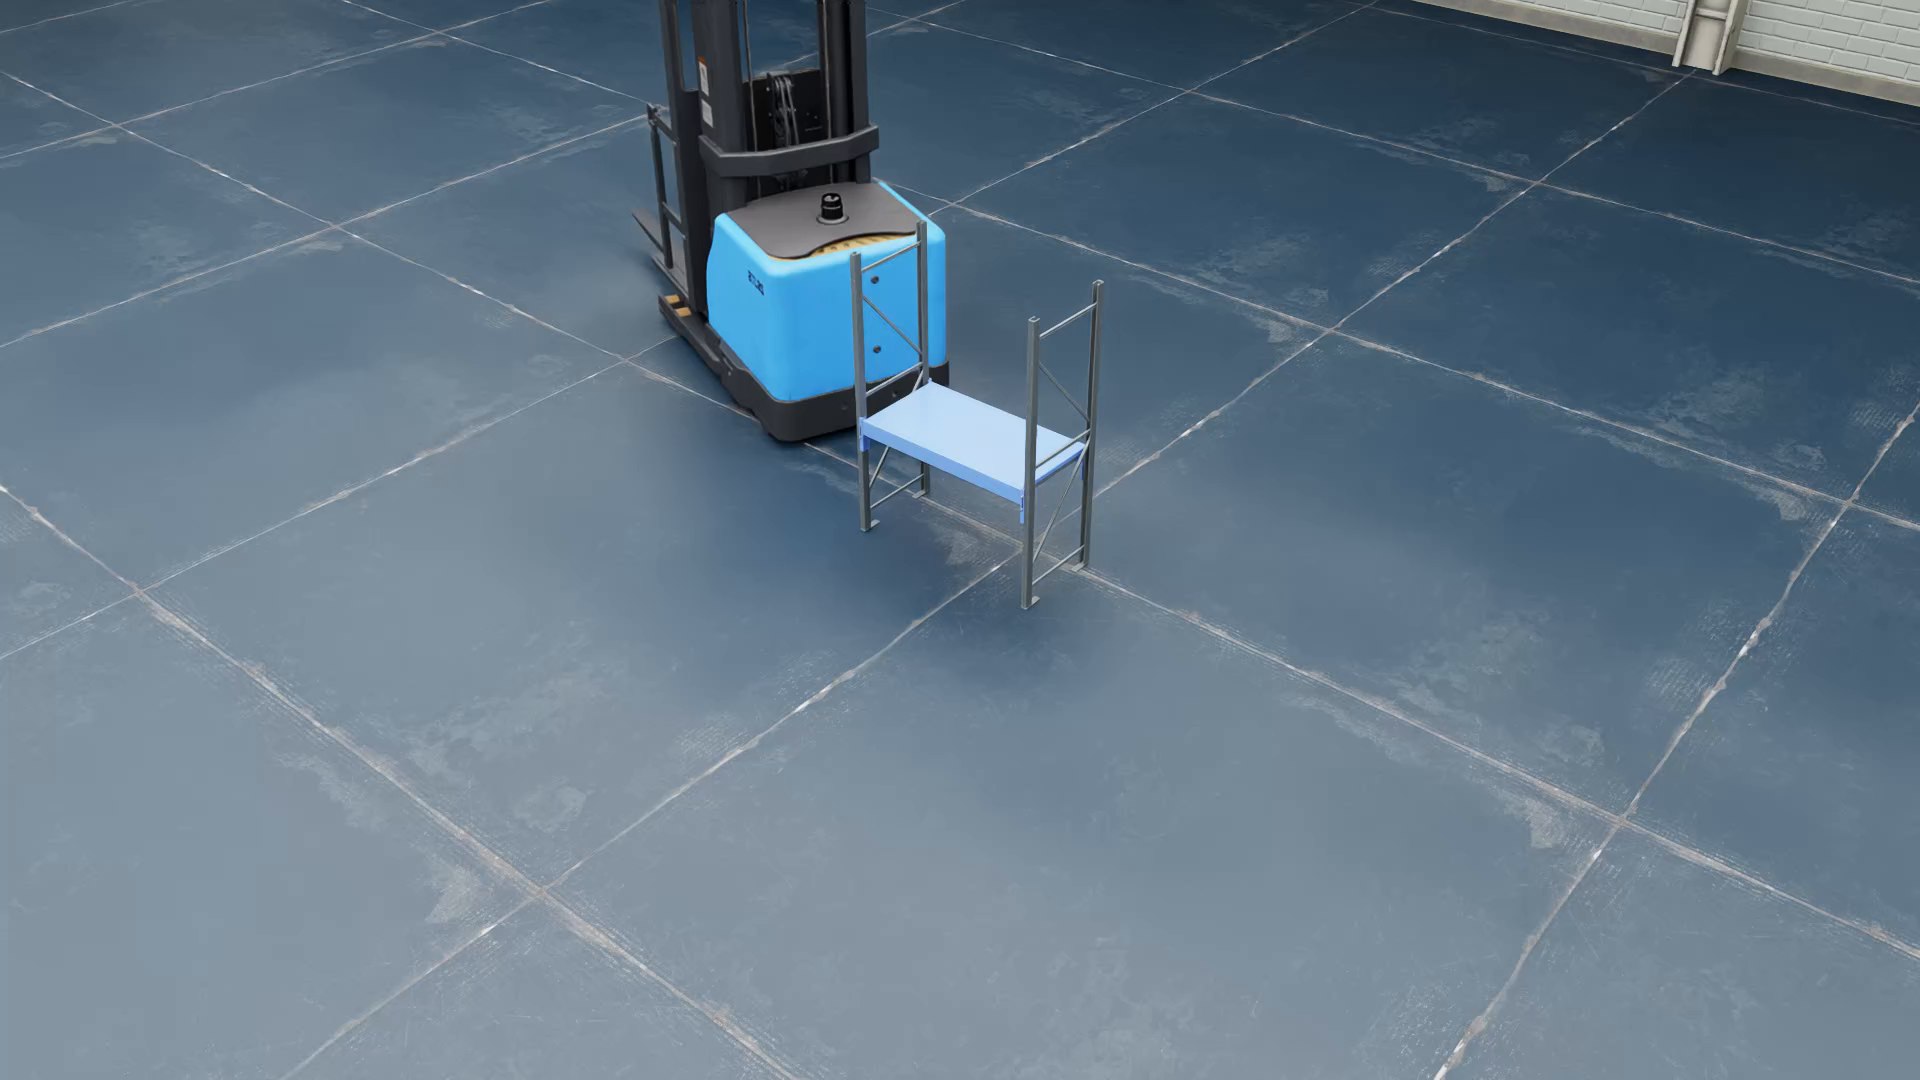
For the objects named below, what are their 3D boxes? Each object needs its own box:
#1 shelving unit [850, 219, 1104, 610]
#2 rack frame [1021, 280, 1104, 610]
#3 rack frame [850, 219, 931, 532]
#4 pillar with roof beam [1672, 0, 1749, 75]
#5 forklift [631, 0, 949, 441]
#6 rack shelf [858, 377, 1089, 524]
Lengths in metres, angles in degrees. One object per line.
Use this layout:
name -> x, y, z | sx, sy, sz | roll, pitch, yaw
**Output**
shelving unit -> 0.066, -0.587, 7.780 | 1.048, 1.500, 0.538 | 25, 42, 32
rack frame -> 0.456, -0.403, 7.512 | 0.032, 1.500, 0.500 | 25, 42, 32
rack frame -> -0.325, -0.771, 8.049 | 0.032, 1.500, 0.500 | 25, 42, 32
pillar with roof beam -> 3.538, -5.862, 8.836 | 0.400, 9.000, 9.100 | 25, 42, 32
forklift -> -1.188, -2.553, 9.378 | 1.130, 2.935, 3.031 | -16, 38, -22
rack shelf -> 0.066, -0.439, 7.882 | 1.000, 0.185, 0.538 | 25, 42, 32
